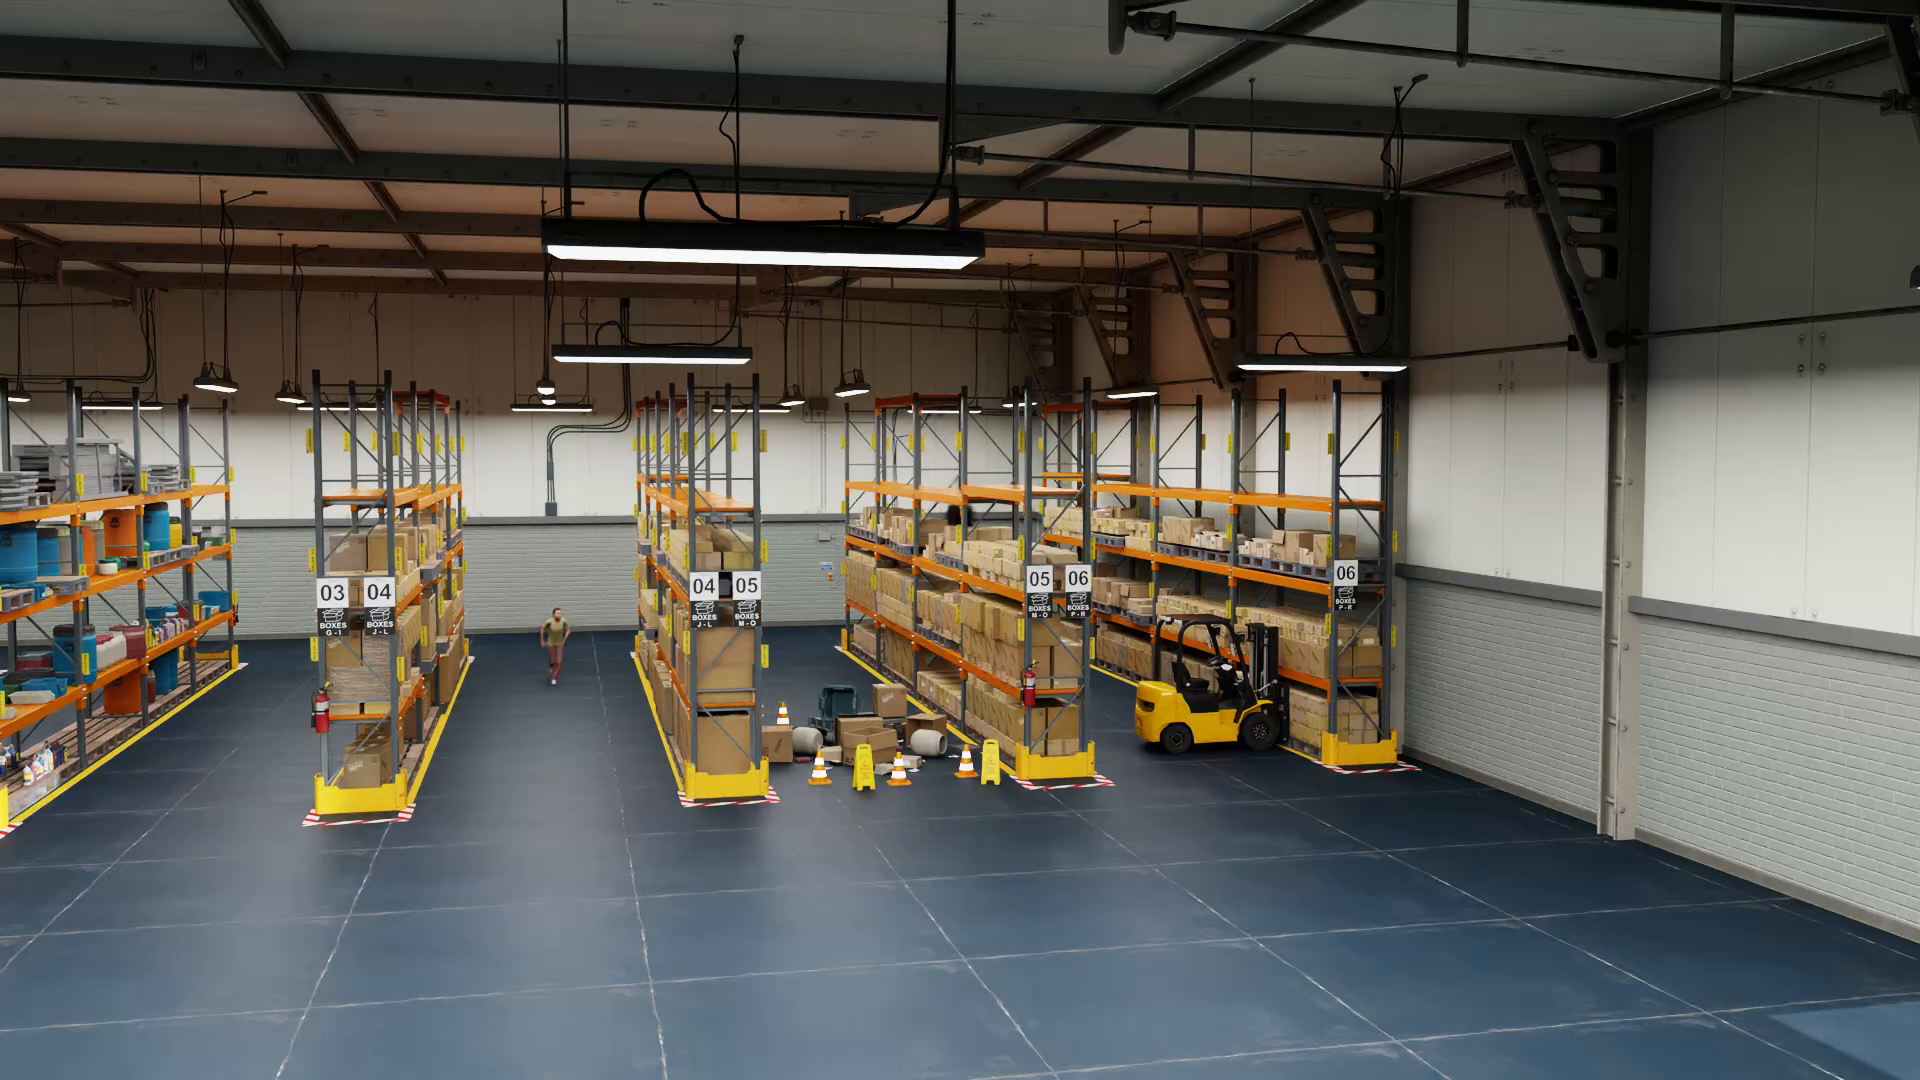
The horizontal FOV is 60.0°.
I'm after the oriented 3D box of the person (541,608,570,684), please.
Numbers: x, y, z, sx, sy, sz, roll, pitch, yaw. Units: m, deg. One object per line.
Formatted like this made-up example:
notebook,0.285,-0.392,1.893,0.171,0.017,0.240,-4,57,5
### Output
person,-8.475,2.198,34.826,0.581,1.604,0.625,-2,4,-27
